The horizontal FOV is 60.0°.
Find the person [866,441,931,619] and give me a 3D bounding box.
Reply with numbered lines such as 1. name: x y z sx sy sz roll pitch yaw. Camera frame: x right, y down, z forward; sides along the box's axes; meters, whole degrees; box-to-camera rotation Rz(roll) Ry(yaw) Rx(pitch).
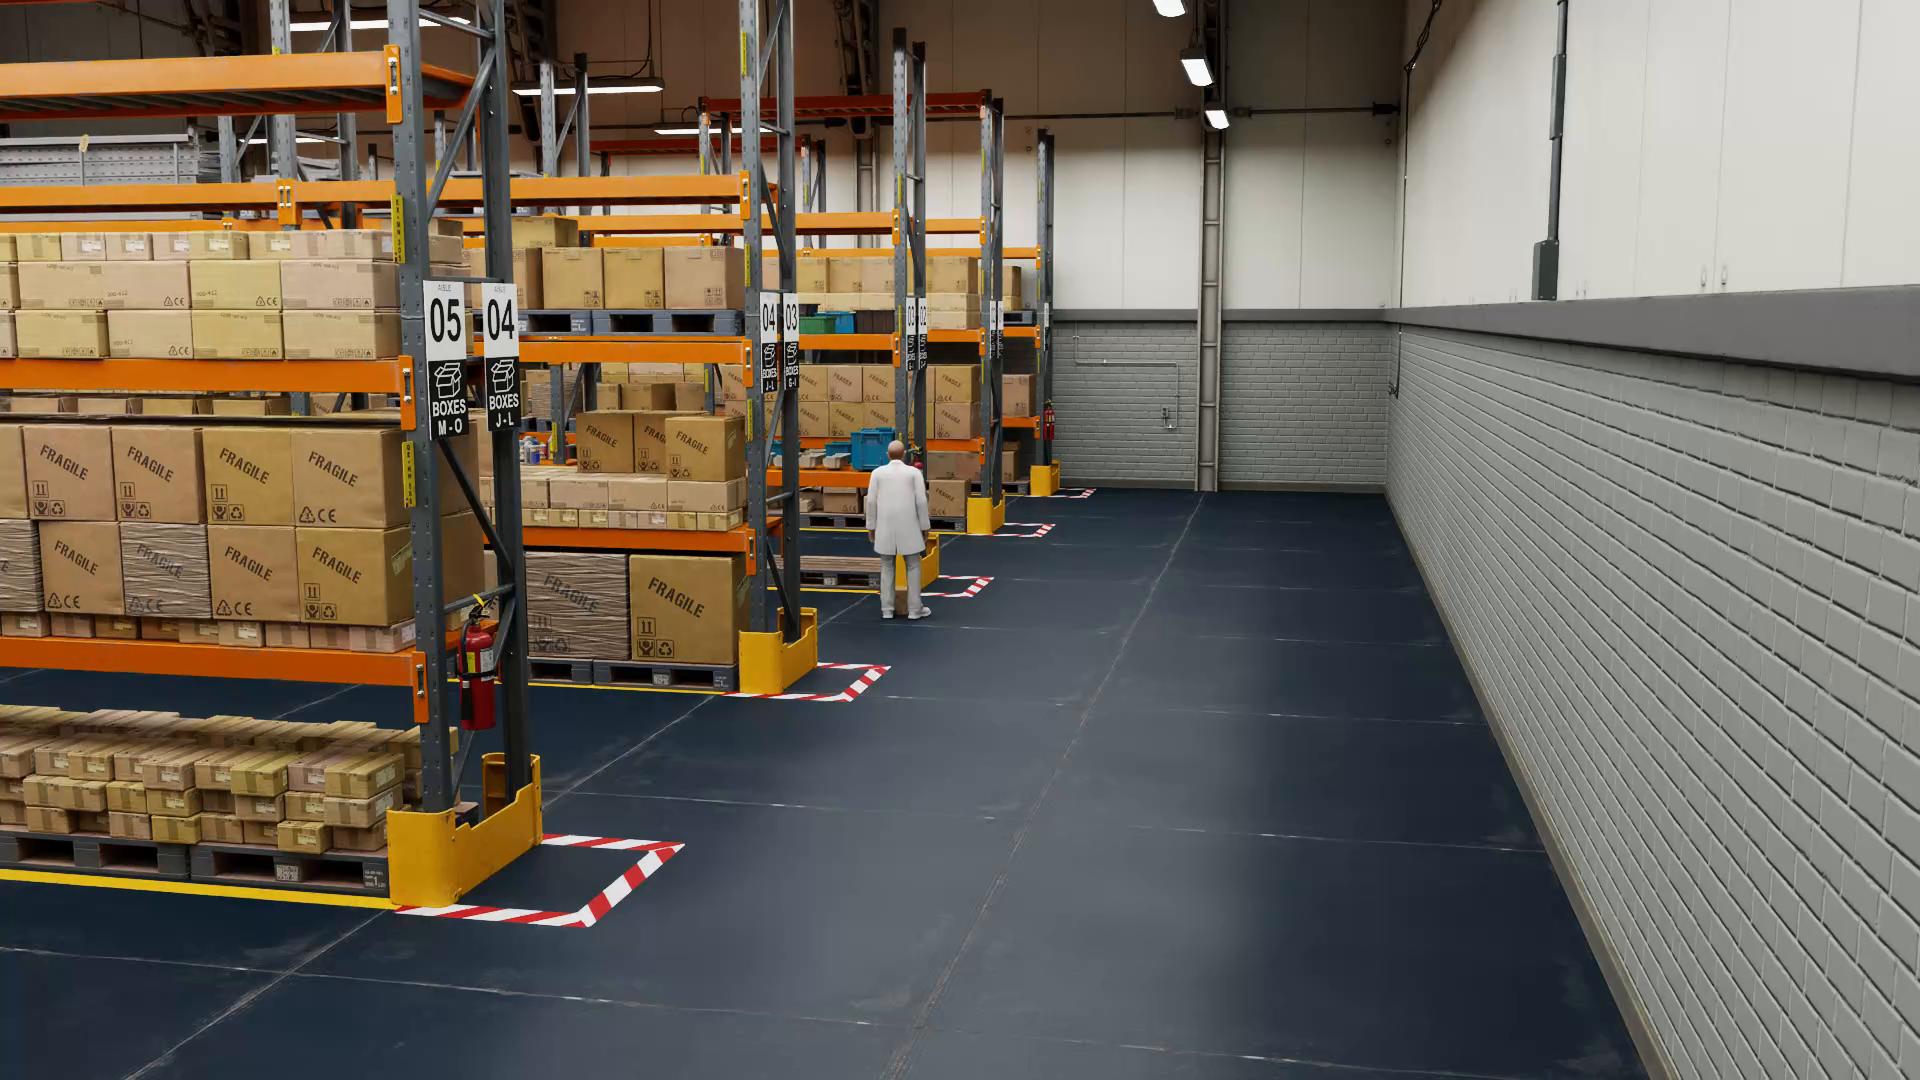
1. person: -0.621 -0.105 16.631 0.654 1.774 0.422 1 8 8
